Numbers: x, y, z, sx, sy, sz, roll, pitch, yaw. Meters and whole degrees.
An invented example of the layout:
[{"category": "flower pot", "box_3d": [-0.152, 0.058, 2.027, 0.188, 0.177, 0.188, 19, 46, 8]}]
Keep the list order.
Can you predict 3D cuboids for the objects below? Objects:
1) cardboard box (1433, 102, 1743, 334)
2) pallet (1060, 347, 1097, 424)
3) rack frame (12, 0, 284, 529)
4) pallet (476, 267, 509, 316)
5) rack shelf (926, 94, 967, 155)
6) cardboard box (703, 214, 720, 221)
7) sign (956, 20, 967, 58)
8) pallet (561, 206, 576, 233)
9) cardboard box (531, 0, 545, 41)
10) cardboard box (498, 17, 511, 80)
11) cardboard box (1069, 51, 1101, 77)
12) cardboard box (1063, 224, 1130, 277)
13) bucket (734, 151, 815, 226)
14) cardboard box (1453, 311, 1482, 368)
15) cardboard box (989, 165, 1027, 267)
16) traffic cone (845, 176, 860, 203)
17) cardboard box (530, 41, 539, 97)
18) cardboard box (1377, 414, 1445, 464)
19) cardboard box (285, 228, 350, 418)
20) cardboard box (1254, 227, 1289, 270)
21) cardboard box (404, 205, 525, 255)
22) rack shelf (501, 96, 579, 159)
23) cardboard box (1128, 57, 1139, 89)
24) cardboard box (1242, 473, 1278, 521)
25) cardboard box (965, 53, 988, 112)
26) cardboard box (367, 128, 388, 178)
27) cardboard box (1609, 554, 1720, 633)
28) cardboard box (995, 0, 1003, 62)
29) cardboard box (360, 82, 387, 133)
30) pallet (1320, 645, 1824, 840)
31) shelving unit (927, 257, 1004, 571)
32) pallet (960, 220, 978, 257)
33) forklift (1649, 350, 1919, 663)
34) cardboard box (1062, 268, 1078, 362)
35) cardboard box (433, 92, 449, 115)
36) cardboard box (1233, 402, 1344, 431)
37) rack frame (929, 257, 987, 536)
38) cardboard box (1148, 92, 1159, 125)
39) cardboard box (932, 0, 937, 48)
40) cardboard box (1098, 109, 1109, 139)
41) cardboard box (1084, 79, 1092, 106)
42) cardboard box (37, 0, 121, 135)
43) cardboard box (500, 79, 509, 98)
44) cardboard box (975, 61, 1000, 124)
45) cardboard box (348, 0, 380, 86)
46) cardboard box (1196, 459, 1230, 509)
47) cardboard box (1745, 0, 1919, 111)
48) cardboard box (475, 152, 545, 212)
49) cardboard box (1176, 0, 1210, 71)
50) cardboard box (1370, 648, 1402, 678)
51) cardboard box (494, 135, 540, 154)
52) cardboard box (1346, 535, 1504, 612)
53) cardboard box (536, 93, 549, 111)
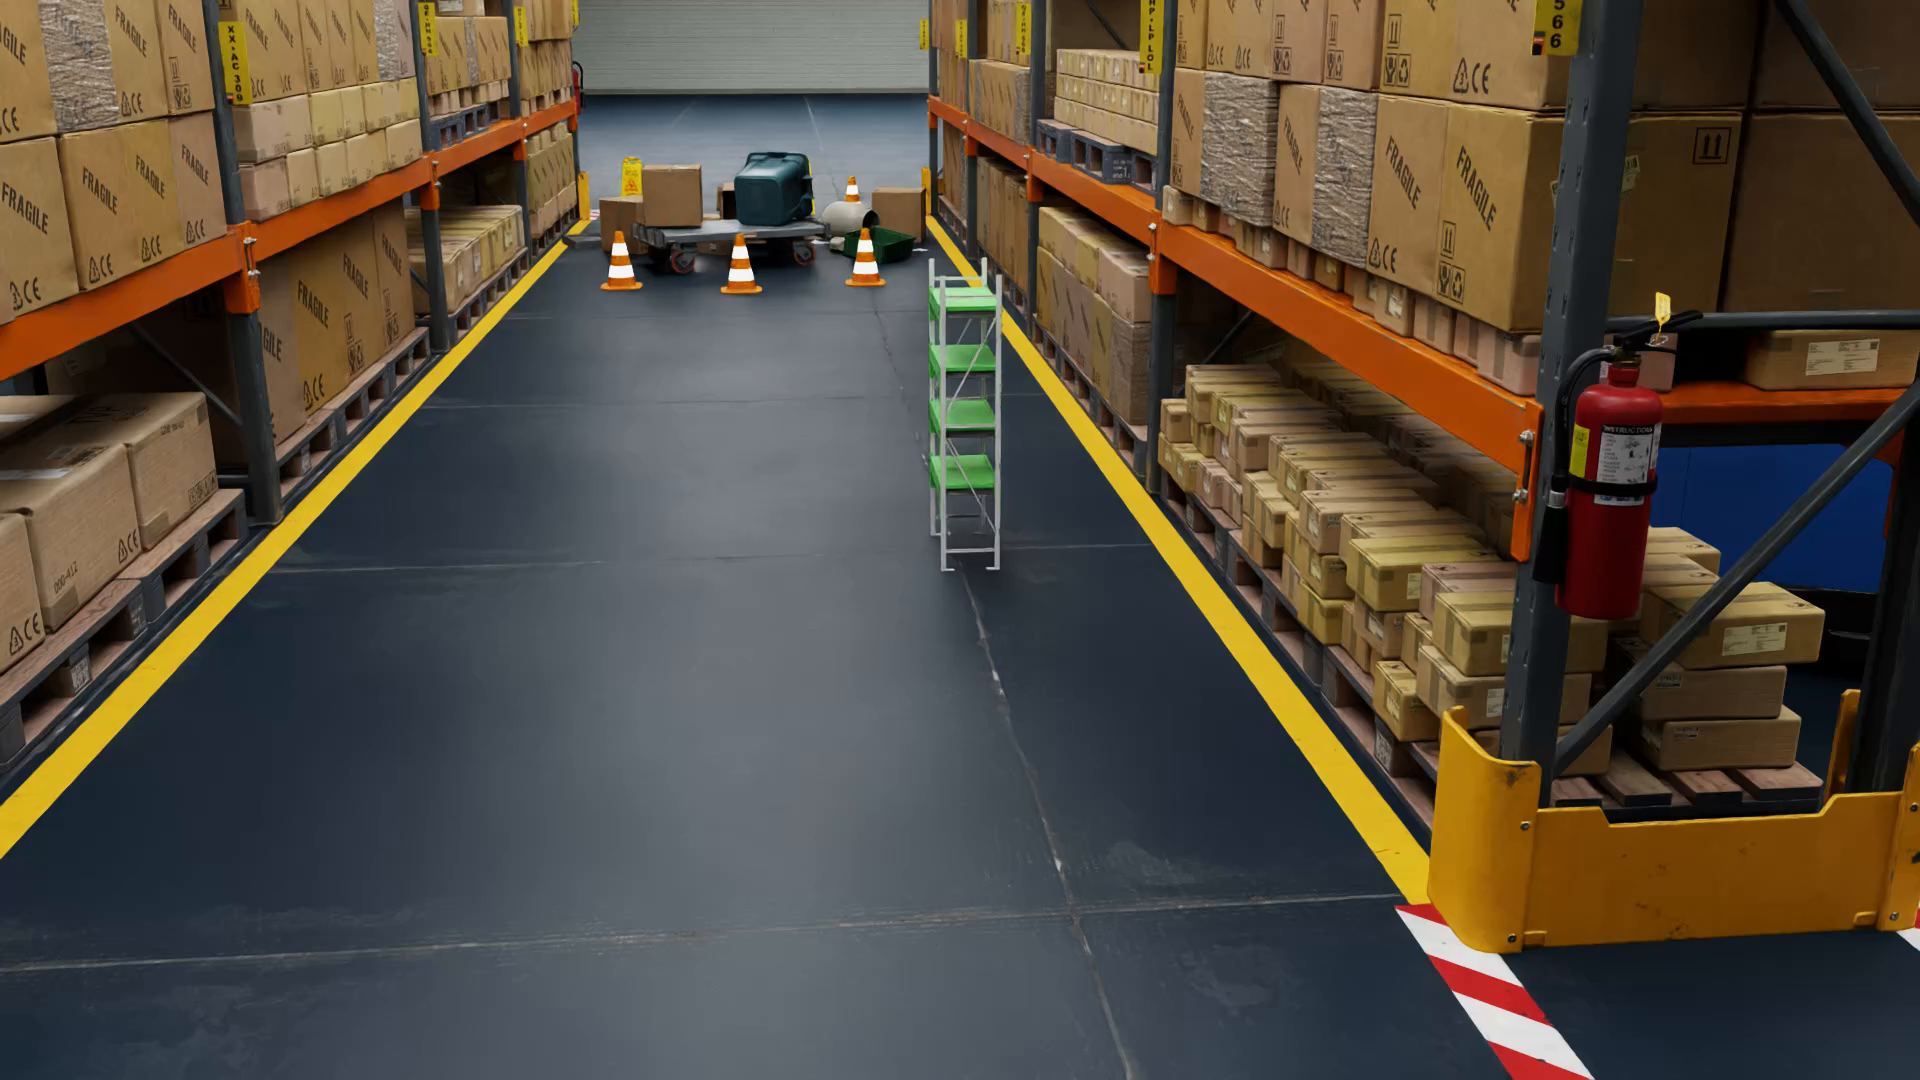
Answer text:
[{"category": "cardboard box", "box_3d": [1.498, -0.795, 4.038, 0.500, 0.500, 0.500, -1, 17, -5]}, {"category": "pallet", "box_3d": [1.177, -0.937, 9.809, 1.003, 0.211, 1.213, -2, 18, -6]}, {"category": "rack frame", "box_3d": [-3.525, -1.488, 6.910, 1.000, 3.000, 0.127, -2, 18, -6]}, {"category": "pallet", "box_3d": [-4.140, -1.945, 13.020, 1.003, 0.211, 1.213, -2, 18, -6]}, {"category": "rack shelf", "box_3d": [0.356, -4.307, 17.090, 1.077, 0.370, 4.000, -2, 18, -6]}, {"category": "cardboard box", "box_3d": [-2.619, -3.375, 17.680, 0.380, 0.149, 0.250, 8, 19, 23]}, {"category": "sign", "box_3d": [0.011, -4.488, 14.887, 0.100, 0.325, 0.005, -2, 18, -6]}, {"category": "pallet", "box_3d": [-4.707, -3.467, 17.869, 1.003, 0.211, 1.213, -2, 18, -6]}, {"category": "cardboard box", "box_3d": [-4.211, -4.829, 15.218, 0.700, 0.500, 0.500, -2, 18, -5]}, {"category": "cardboard box", "box_3d": [-4.075, -4.131, 13.963, 0.500, 0.500, 0.500, -2, 18, -7]}, {"category": "cardboard box", "box_3d": [0.882, -2.930, 10.229, 0.380, 0.149, 0.250, -2, 18, -6]}, {"category": "cardboard box", "box_3d": [0.896, -1.717, 9.858, 0.500, 0.250, 0.500, -2, 18, -5]}, {"category": "bucket", "box_3d": [-1.744, -3.187, 15.250, 0.726, 0.611, 0.620, 4, 28, 13]}, {"category": "cardboard box", "box_3d": [1.497, -0.523, 4.256, 0.380, 0.149, 0.250, -2, 18, -6]}, {"category": "cardboard box", "box_3d": [0.812, -2.712, 13.863, 1.050, 0.750, 0.750, -2, 18, -6]}, {"category": "traffic cone", "box_3d": [-1.207, -3.834, 18.617, 0.336, 0.463, 0.334, -2, 18, -6]}, {"category": "cardboard box", "box_3d": [-4.194, -4.350, 15.361, 0.500, 0.500, 0.500, -2, 18, -6]}, {"category": "cardboard box", "box_3d": [1.851, -0.391, 6.480, 0.380, 0.149, 0.250, -3, 18, -8]}, {"category": "cardboard box", "box_3d": [-3.770, -1.126, 8.602, 0.875, 0.875, 0.875, -1, 17, -4]}, {"category": "cardboard box", "box_3d": [1.276, -1.066, 5.984, 0.380, 0.149, 0.250, -1, 17, -3]}, {"category": "cardboard box", "box_3d": [-4.294, -2.662, 14.335, 0.950, 0.372, 0.625, -2, 17, -5]}, {"category": "rack shelf", "box_3d": [-4.557, -4.124, 16.507, 1.077, 0.370, 4.000, -2, 18, -6]}, {"category": "cardboard box", "box_3d": [1.072, -2.384, 8.489, 0.380, 0.149, 0.250, -2, 18, -6]}, {"category": "cardboard box", "box_3d": [1.276, -0.151, 6.212, 0.380, 0.149, 0.250, -2, 18, -6]}, {"category": "cardboard box", "box_3d": [0.513, -4.236, 15.411, 0.875, 0.550, 0.550, -2, 18, -6]}, {"category": "cardboard box", "box_3d": [-3.523, -2.164, 9.311, 0.500, 0.250, 0.500, -2, 18, -6]}, {"category": "cardboard box", "box_3d": [1.936, 0.151, 4.752, 0.380, 0.149, 0.250, -1, 17, -5]}, {"category": "cardboard box", "box_3d": [0.675, -4.279, 13.961, 0.700, 0.500, 0.500, -2, 18, -7]}, {"category": "cardboard box", "box_3d": [-3.506, -2.406, 9.249, 0.500, 0.250, 0.500, -2, 18, -7]}, {"category": "pallet", "box_3d": [1.744, 0.585, 4.961, 1.003, 0.211, 1.213, -2, 18, -6]}, {"category": "shelving unit", "box_3d": [0.017, -0.523, 6.840, 0.258, 1.200, 0.503, -2, 18, -6]}, {"category": "pallet", "box_3d": [0.562, -2.953, 16.232, 1.003, 0.211, 1.213, -2, 18, -6]}, {"category": "forklift", "box_3d": [3.723, -1.019, 5.530, 3.031, 2.935, 1.130, 6, 18, 18]}, {"category": "cardboard box", "box_3d": [0.907, -1.350, 9.940, 0.500, 0.500, 0.500, -2, 18, -7]}, {"category": "cardboard box", "box_3d": [-3.765, -3.031, 11.543, 0.380, 0.149, 0.250, -3, 18, -9]}, {"category": "cardboard box", "box_3d": [1.311, -0.452, 6.673, 0.380, 0.149, 0.250, -2, 18, -7]}, {"category": "rack frame", "box_3d": [-0.008, -0.596, 7.072, 0.240, 1.200, 0.015, -2, 18, -6]}, {"category": "cardboard box", "box_3d": [1.122, -2.085, 8.031, 0.380, 0.149, 0.250, -2, 18, -5]}, {"category": "cardboard box", "box_3d": [0.150, -5.722, 18.341, 0.875, 0.550, 0.550, -2, 18, -6]}, {"category": "cardboard box", "box_3d": [0.985, -2.331, 9.314, 0.380, 0.149, 0.250, -2, 18, -7]}, {"category": "cardboard box", "box_3d": [0.937, -2.626, 9.754, 0.380, 0.149, 0.250, -2, 18, -6]}, {"category": "cardboard box", "box_3d": [-3.096, -1.578, 5.360, 0.500, 0.500, 0.500, -2, 17, -5]}, {"category": "cardboard box", "box_3d": [-4.023, -3.807, 14.015, 0.380, 0.149, 0.250, -2, 17, -5]}, {"category": "cardboard box", "box_3d": [0.402, -3.787, 14.065, 0.500, 0.500, 0.500, -2, 18, -5]}, {"category": "cardboard box", "box_3d": [-3.519, -2.758, 9.118, 0.500, 0.500, 0.500, -2, 18, -6]}, {"category": "cardboard box", "box_3d": [1.211, -0.241, 6.996, 0.380, 0.149, 0.250, -2, 18, -6]}, {"category": "cardboard box", "box_3d": [2.018, -1.288, 3.940, 0.500, 0.500, 0.500, -2, 18, -6]}, {"category": "cardboard box", "box_3d": [-4.143, -3.302, 15.325, 0.500, 0.500, 0.500, -1, 17, -3]}, {"category": "cardboard box", "box_3d": [1.192, -2.196, 6.831, 0.500, 0.500, 0.500, -1, 17, -4]}, {"category": "cardboard box", "box_3d": [1.470, 0.375, 5.033, 0.380, 0.149, 0.250, -2, 18, -6]}, {"category": "cardboard box", "box_3d": [-4.096, -3.651, 15.352, 0.380, 0.149, 0.250, -2, 17, -5]}, {"category": "cardboard box", "box_3d": [1.372, 0.097, 4.927, 0.380, 0.149, 0.250, -2, 18, -7]}, {"category": "cardboard box", "box_3d": [-4.186, -4.237, 16.085, 0.380, 0.149, 0.250, -2, 18, -5]}]
